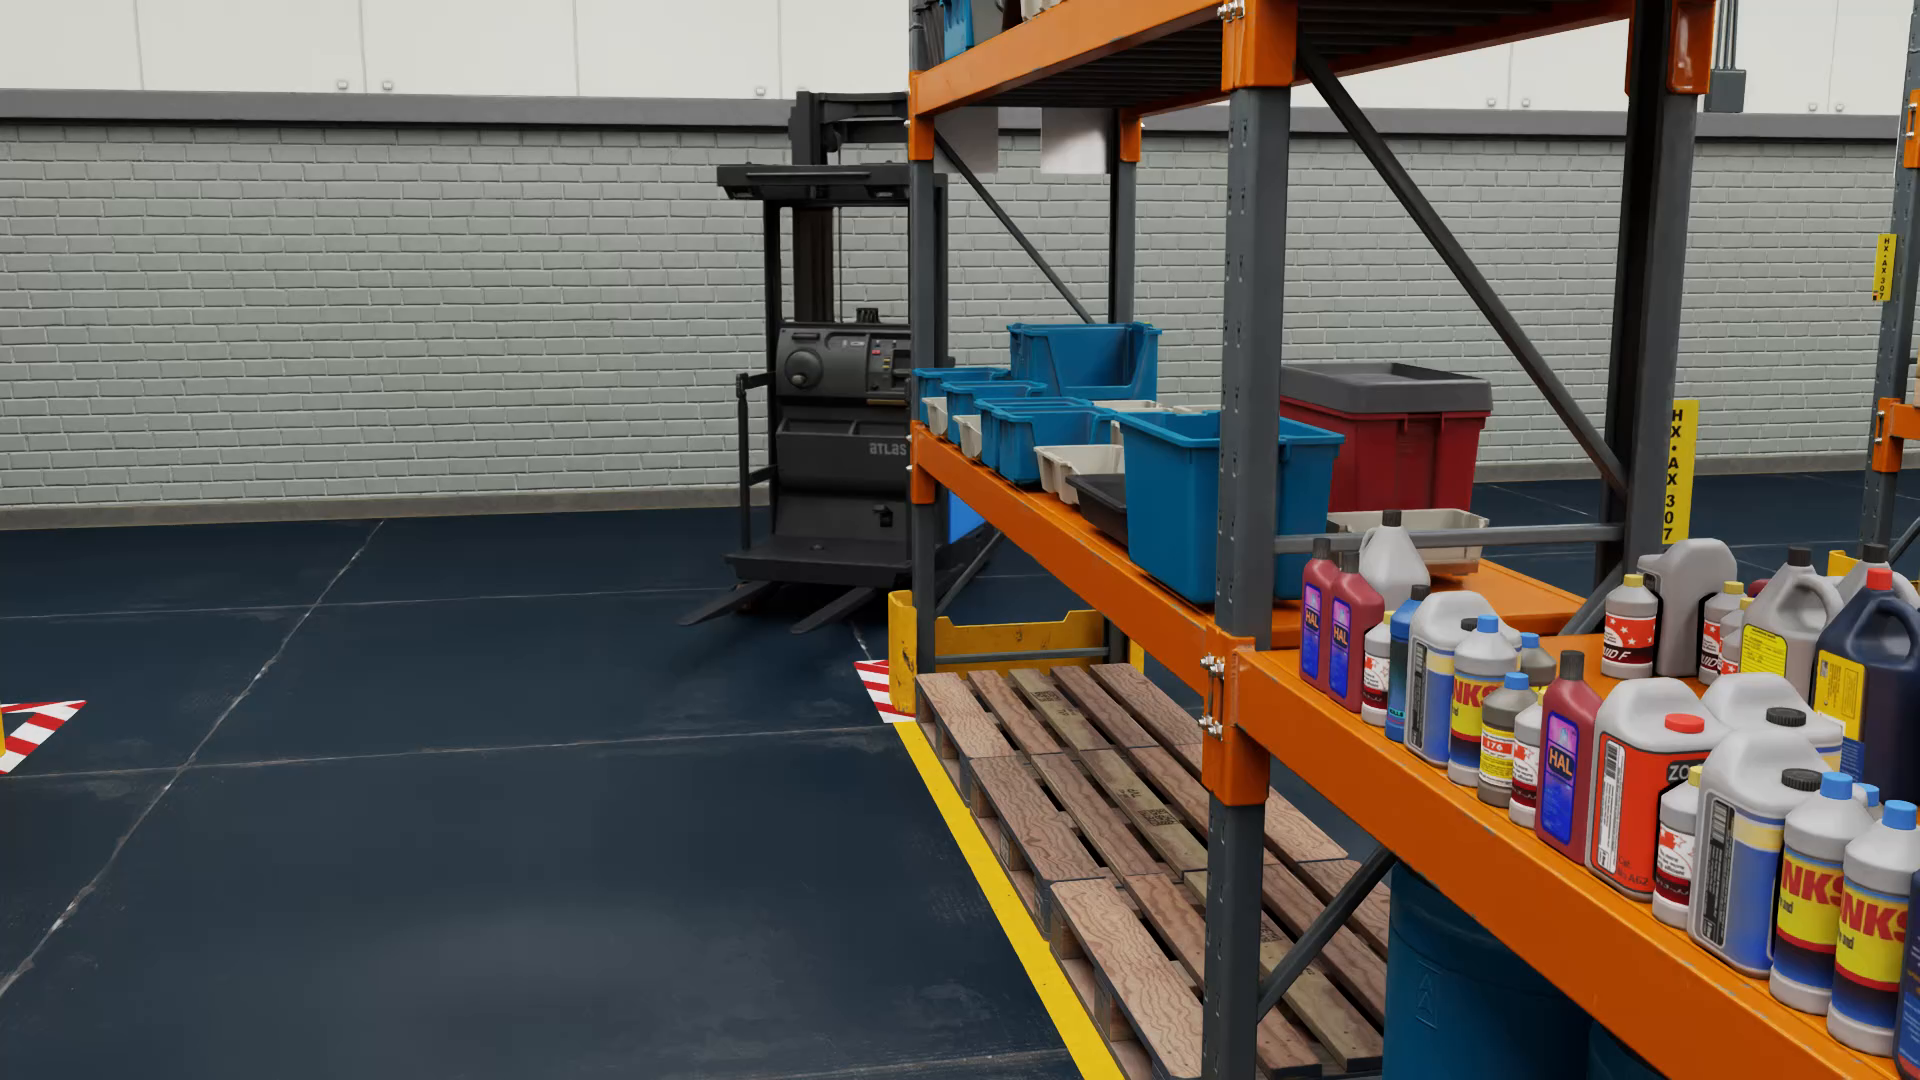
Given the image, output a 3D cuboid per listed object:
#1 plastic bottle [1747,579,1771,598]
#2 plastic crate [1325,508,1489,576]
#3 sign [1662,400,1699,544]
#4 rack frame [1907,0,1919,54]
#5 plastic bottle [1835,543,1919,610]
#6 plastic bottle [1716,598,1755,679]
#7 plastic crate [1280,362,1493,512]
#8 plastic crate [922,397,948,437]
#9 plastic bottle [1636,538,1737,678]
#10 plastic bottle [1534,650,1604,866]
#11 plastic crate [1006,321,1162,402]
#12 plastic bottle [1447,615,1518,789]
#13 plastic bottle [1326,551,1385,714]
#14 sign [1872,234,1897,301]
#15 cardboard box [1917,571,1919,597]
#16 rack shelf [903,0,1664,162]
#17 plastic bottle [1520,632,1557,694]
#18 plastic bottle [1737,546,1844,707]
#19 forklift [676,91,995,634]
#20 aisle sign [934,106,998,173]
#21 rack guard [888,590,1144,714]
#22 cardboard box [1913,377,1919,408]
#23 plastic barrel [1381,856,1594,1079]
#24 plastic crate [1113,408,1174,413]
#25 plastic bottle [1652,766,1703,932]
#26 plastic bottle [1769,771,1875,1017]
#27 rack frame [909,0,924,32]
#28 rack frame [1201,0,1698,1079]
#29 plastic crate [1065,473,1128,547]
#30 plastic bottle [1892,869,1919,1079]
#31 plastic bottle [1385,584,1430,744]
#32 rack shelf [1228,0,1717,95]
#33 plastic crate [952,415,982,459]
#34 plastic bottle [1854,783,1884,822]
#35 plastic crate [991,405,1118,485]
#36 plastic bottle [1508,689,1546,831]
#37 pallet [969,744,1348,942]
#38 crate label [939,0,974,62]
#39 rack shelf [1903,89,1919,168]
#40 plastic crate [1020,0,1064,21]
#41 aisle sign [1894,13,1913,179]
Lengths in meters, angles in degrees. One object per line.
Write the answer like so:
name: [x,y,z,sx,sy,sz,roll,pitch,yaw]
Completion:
plastic bottle: [1.542,0.163,3.130,0.061,0.283,0.133,-2,11,-11]
plastic crate: [1.108,0.014,4.147,0.396,0.136,0.243,-2,11,-11]
sign: [1.599,-0.151,3.729,0.100,0.325,0.005,-2,11,-11]
rack frame: [5.139,-3.857,7.892,1.000,3.000,0.127,-2,11,-11]
plastic bottle: [1.558,0.185,2.833,0.144,0.351,0.185,-2,11,-11]
plastic bottle: [1.468,0.209,3.106,0.097,0.201,0.097,0,11,0]
plastic crate: [1.131,-0.230,4.548,0.402,0.464,0.583,-2,11,-11]
plastic crate: [-0.013,-0.510,6.900,0.250,0.136,0.298,-2,11,-11]
plastic bottle: [1.452,0.126,3.345,0.152,0.276,0.135,-2,11,-11]
plastic bottle: [0.884,0.307,2.372,0.061,0.283,0.133,-2,11,-11]
plastic crate: [0.529,-0.722,7.210,0.616,0.435,0.499,-2,11,-11]
plastic bottle: [0.842,0.256,2.675,0.097,0.271,0.097,0,11,0]
plastic bottle: [0.738,0.169,3.099,0.061,0.283,0.133,-2,11,-11]
sign: [4.594,-1.355,8.264,0.100,0.325,0.005,-2,11,-11]
cardboard box: [5.342,0.042,8.010,0.875,0.875,0.875,-2,11,-11]
rack shelf: [0.670,-1.483,5.366,1.077,0.370,4.000,-2,11,-11]
plastic bottle: [0.965,0.260,2.841,0.097,0.201,0.097,0,11,0]
plastic bottle: [1.417,0.190,2.806,0.144,0.351,0.185,-2,11,-11]
forklift: [-0.673,-1.055,9.402,1.130,2.935,3.031,3,11,16]
aisle sign: [-0.025,-2.009,7.276,0.394,0.787,0.004,-2,11,-11]
rack guard: [0.263,0.495,7.761,1.175,0.500,0.348,-2,11,-11]
cardboard box: [4.884,-0.709,8.071,0.380,0.149,0.250,-2,11,-10]
plastic barrel: [1.148,0.929,3.281,0.600,0.901,0.708,-2,11,-11]
plastic crate: [0.659,-0.433,6.492,0.396,0.136,0.243,-2,11,-11]
plastic bottle: [0.951,0.393,2.142,0.097,0.201,0.097,0,11,0]
plastic bottle: [0.996,0.401,1.912,0.097,0.271,0.097,0,11,0]
rack frame: [0.281,-3.676,6.945,1.000,3.000,0.127,-2,11,-11]
rack frame: [1.062,0.004,3.652,0.949,2.616,0.053,-2,11,-11]
plastic crate: [0.578,-0.086,4.699,0.437,0.125,0.590,-2,11,-11]
plastic bottle: [1.065,0.405,1.680,0.144,0.351,0.185,-2,11,-11]
plastic bottle: [0.797,0.213,2.899,0.097,0.271,0.097,0,11,0]
rack shelf: [1.448,-0.749,1.511,1.077,0.370,4.000,-2,11,-11]
plastic crate: [0.119,-0.386,6.246,0.250,0.136,0.298,-2,11,-11]
plastic bottle: [1.119,0.405,2.078,0.097,0.201,0.097,0,11,0]
plastic crate: [0.320,-0.323,5.657,0.416,0.233,0.300,-2,11,-11]
plastic bottle: [0.880,0.326,2.494,0.097,0.201,0.097,0,11,0]
pallet: [0.637,1.016,5.792,1.003,0.211,1.213,-2,11,-11]
crate label: [0.143,-1.949,6.289,0.408,0.251,0.502,-2,11,-11]
rack shelf: [5.528,-1.663,6.312,1.077,0.370,4.000,-2,11,-11]
plastic crate: [0.409,-1.727,5.042,0.437,0.282,0.530,-2,11,-11]
aisle sign: [4.831,-2.189,8.221,0.394,0.787,0.004,-2,11,-11]
